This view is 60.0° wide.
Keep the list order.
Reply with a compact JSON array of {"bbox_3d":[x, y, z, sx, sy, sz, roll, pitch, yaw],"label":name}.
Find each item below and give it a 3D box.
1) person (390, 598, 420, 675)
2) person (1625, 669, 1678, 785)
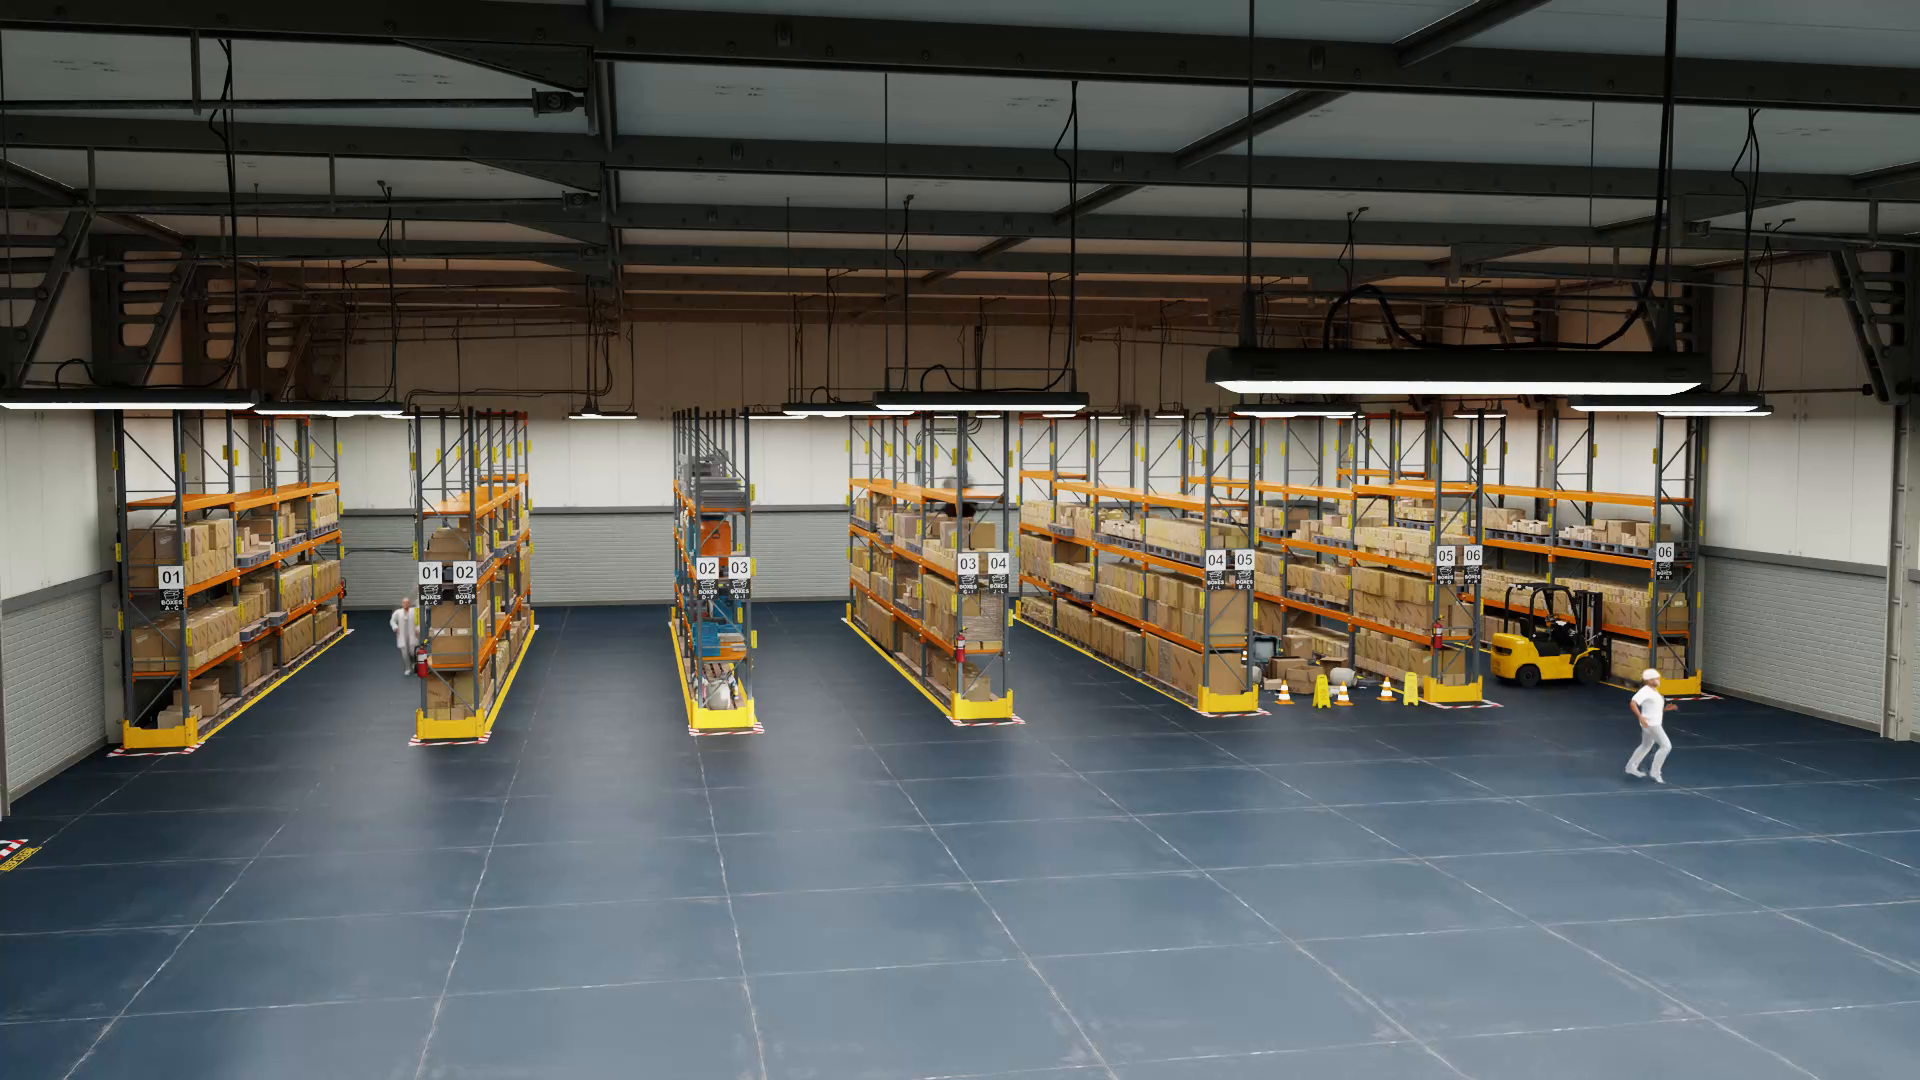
[{"bbox_3d":[-12.515,2.180,37.592,0.716,1.743,0.630,-1,4,-13],"label":"person"},{"bbox_3d":[10.989,2.967,26.424,0.753,1.825,0.673,2,4,24],"label":"person"}]
